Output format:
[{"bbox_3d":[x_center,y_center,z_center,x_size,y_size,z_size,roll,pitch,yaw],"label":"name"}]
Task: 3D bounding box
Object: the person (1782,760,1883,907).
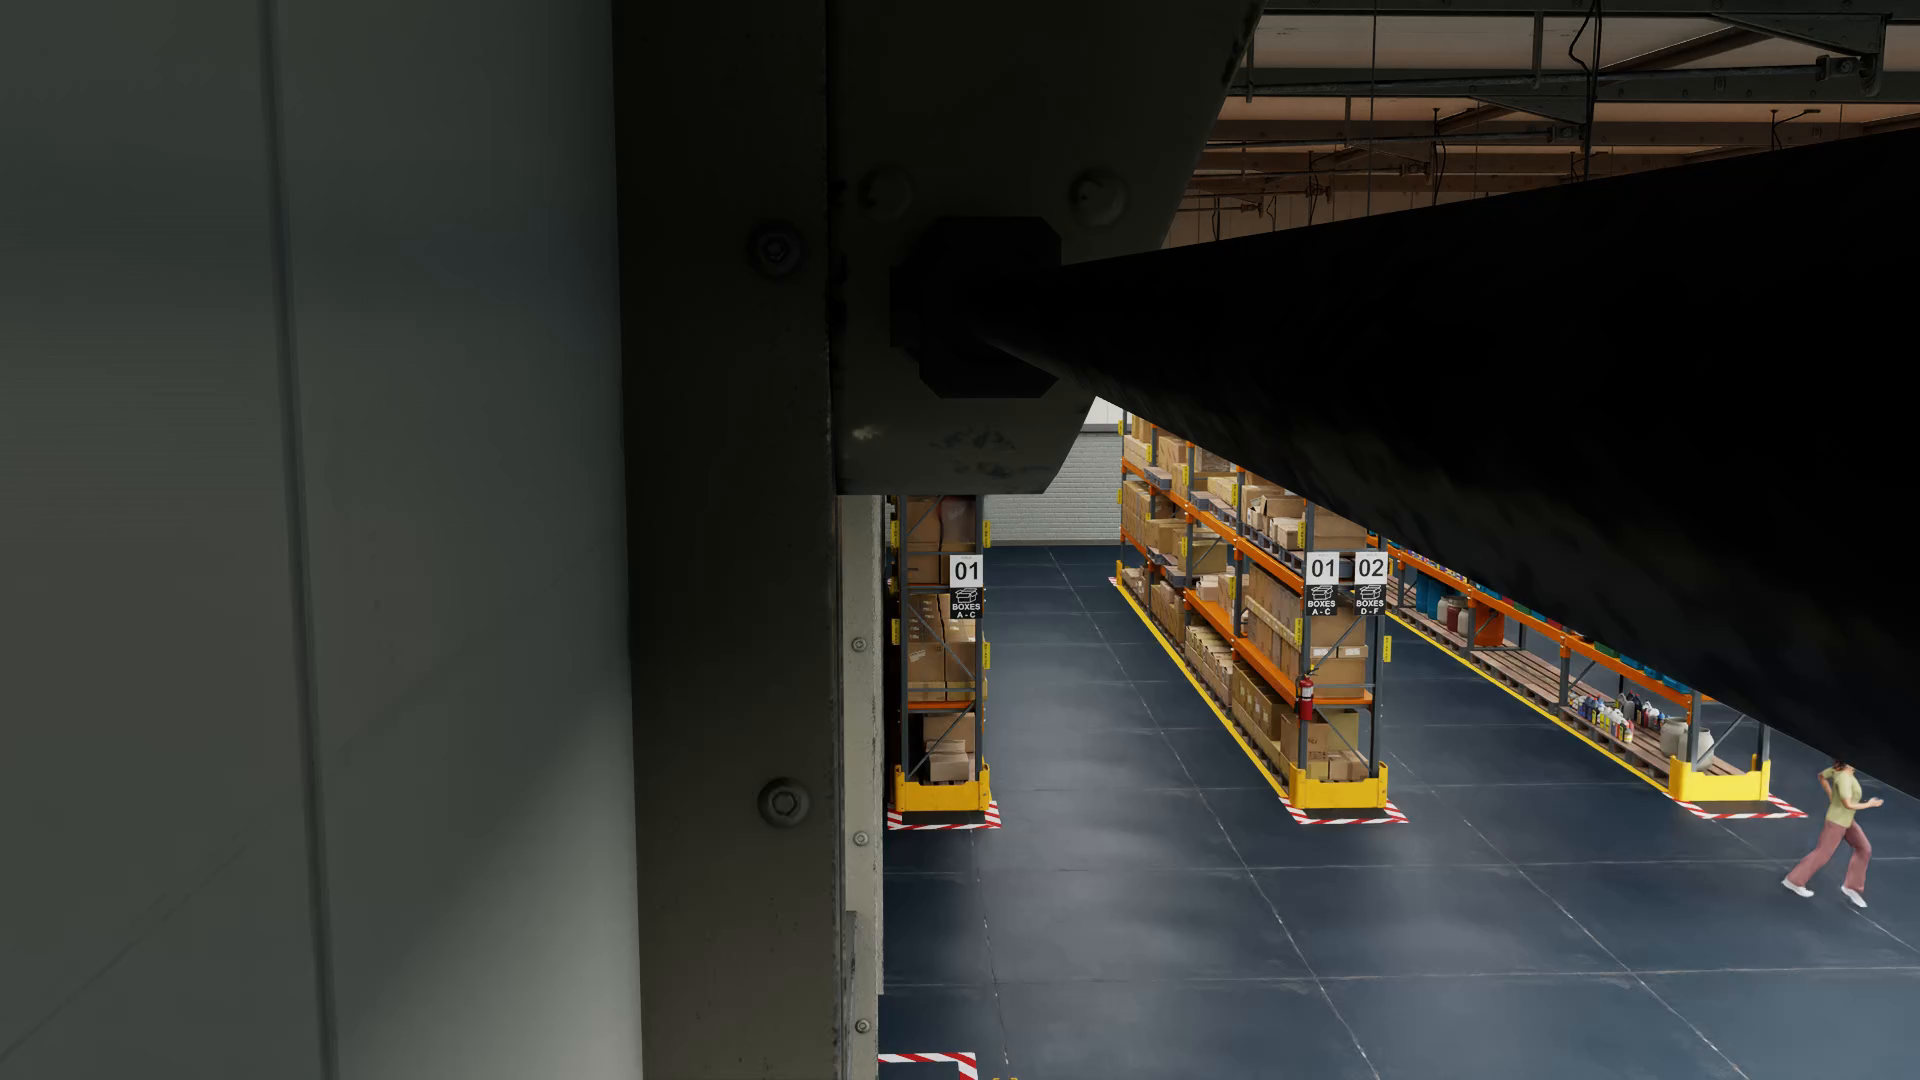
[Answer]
[{"bbox_3d":[9.103,2.972,17.326,0.864,1.710,0.584,5,10,29],"label":"person"}]
